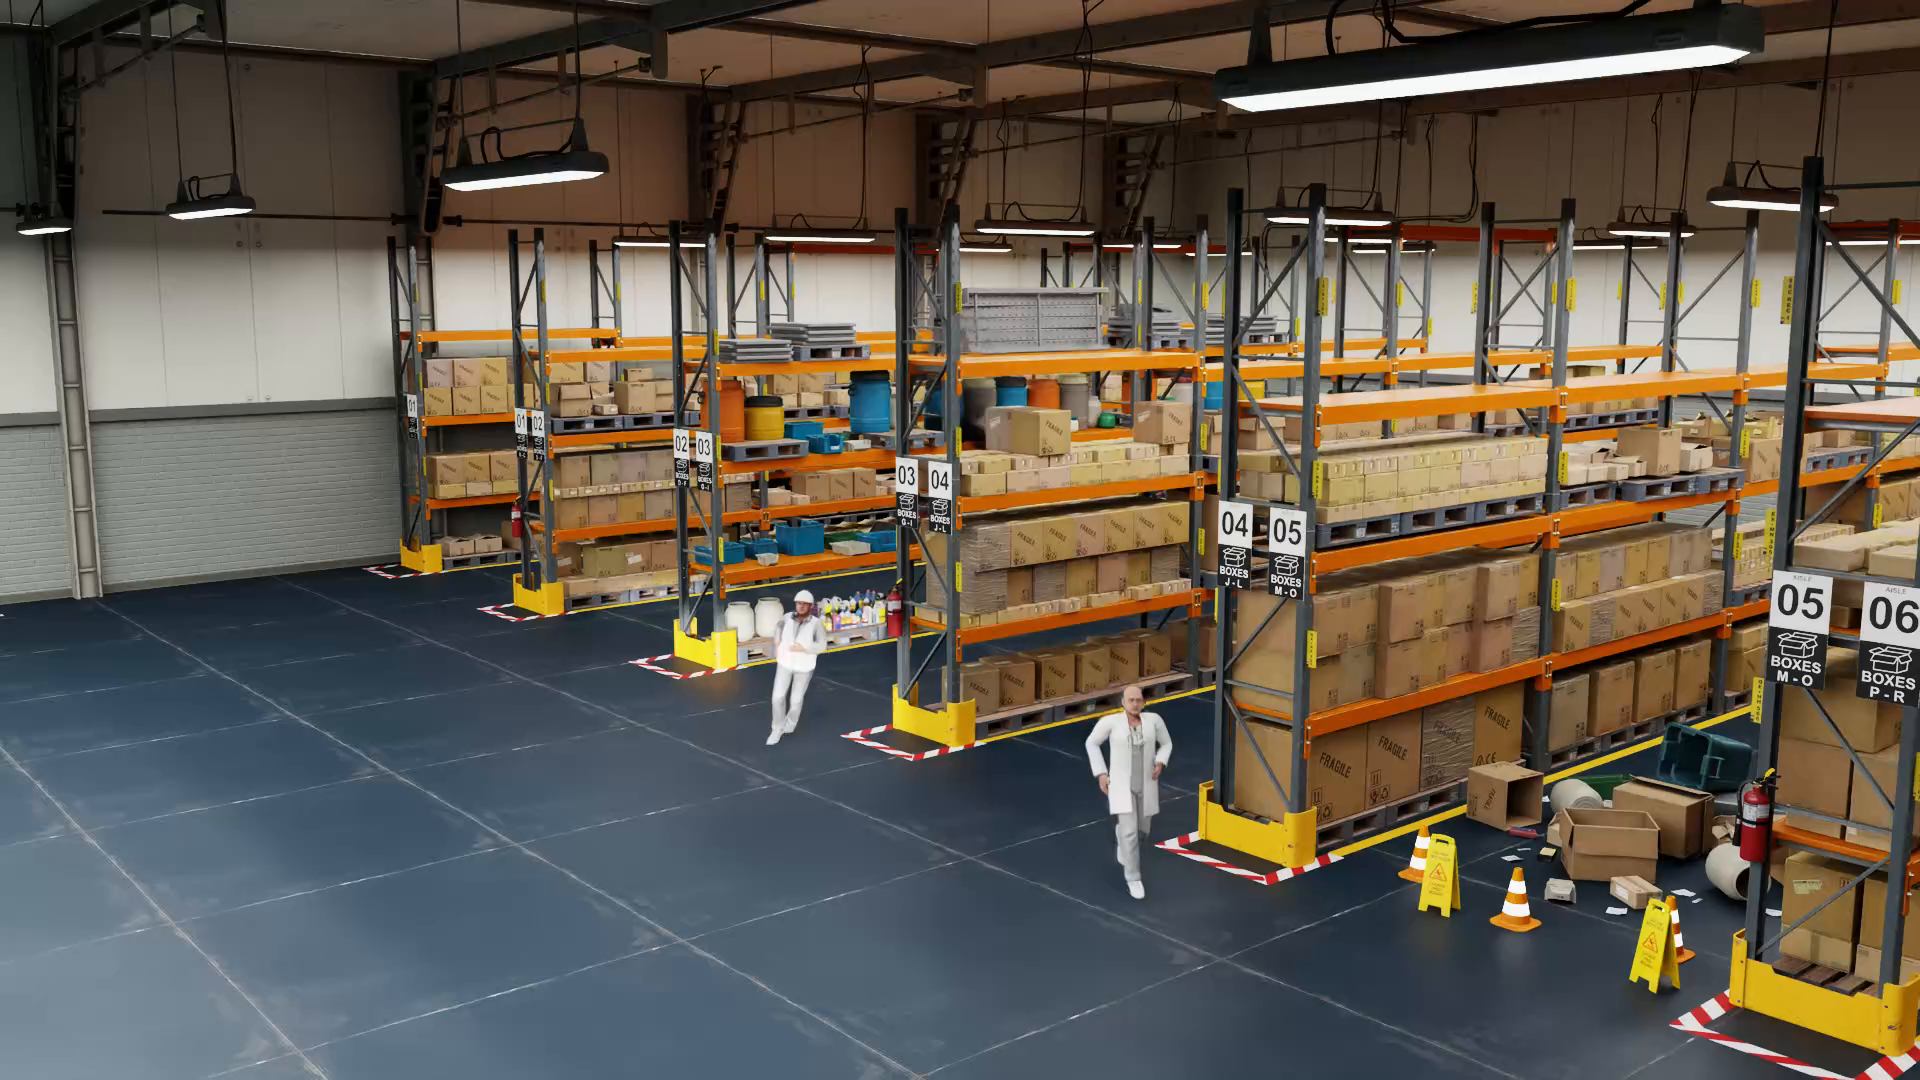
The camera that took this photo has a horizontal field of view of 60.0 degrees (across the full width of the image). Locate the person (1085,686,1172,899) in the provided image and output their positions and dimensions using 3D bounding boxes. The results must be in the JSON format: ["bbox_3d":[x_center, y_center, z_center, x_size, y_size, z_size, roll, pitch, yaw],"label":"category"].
[{"bbox_3d":[1.477,2.126,14.372,0.749,1.782,0.838,-2,9,-11],"label":"person"}]

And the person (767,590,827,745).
[{"bbox_3d":[-1.832,1.442,18.856,0.697,1.814,0.686,1,9,6],"label":"person"}]
